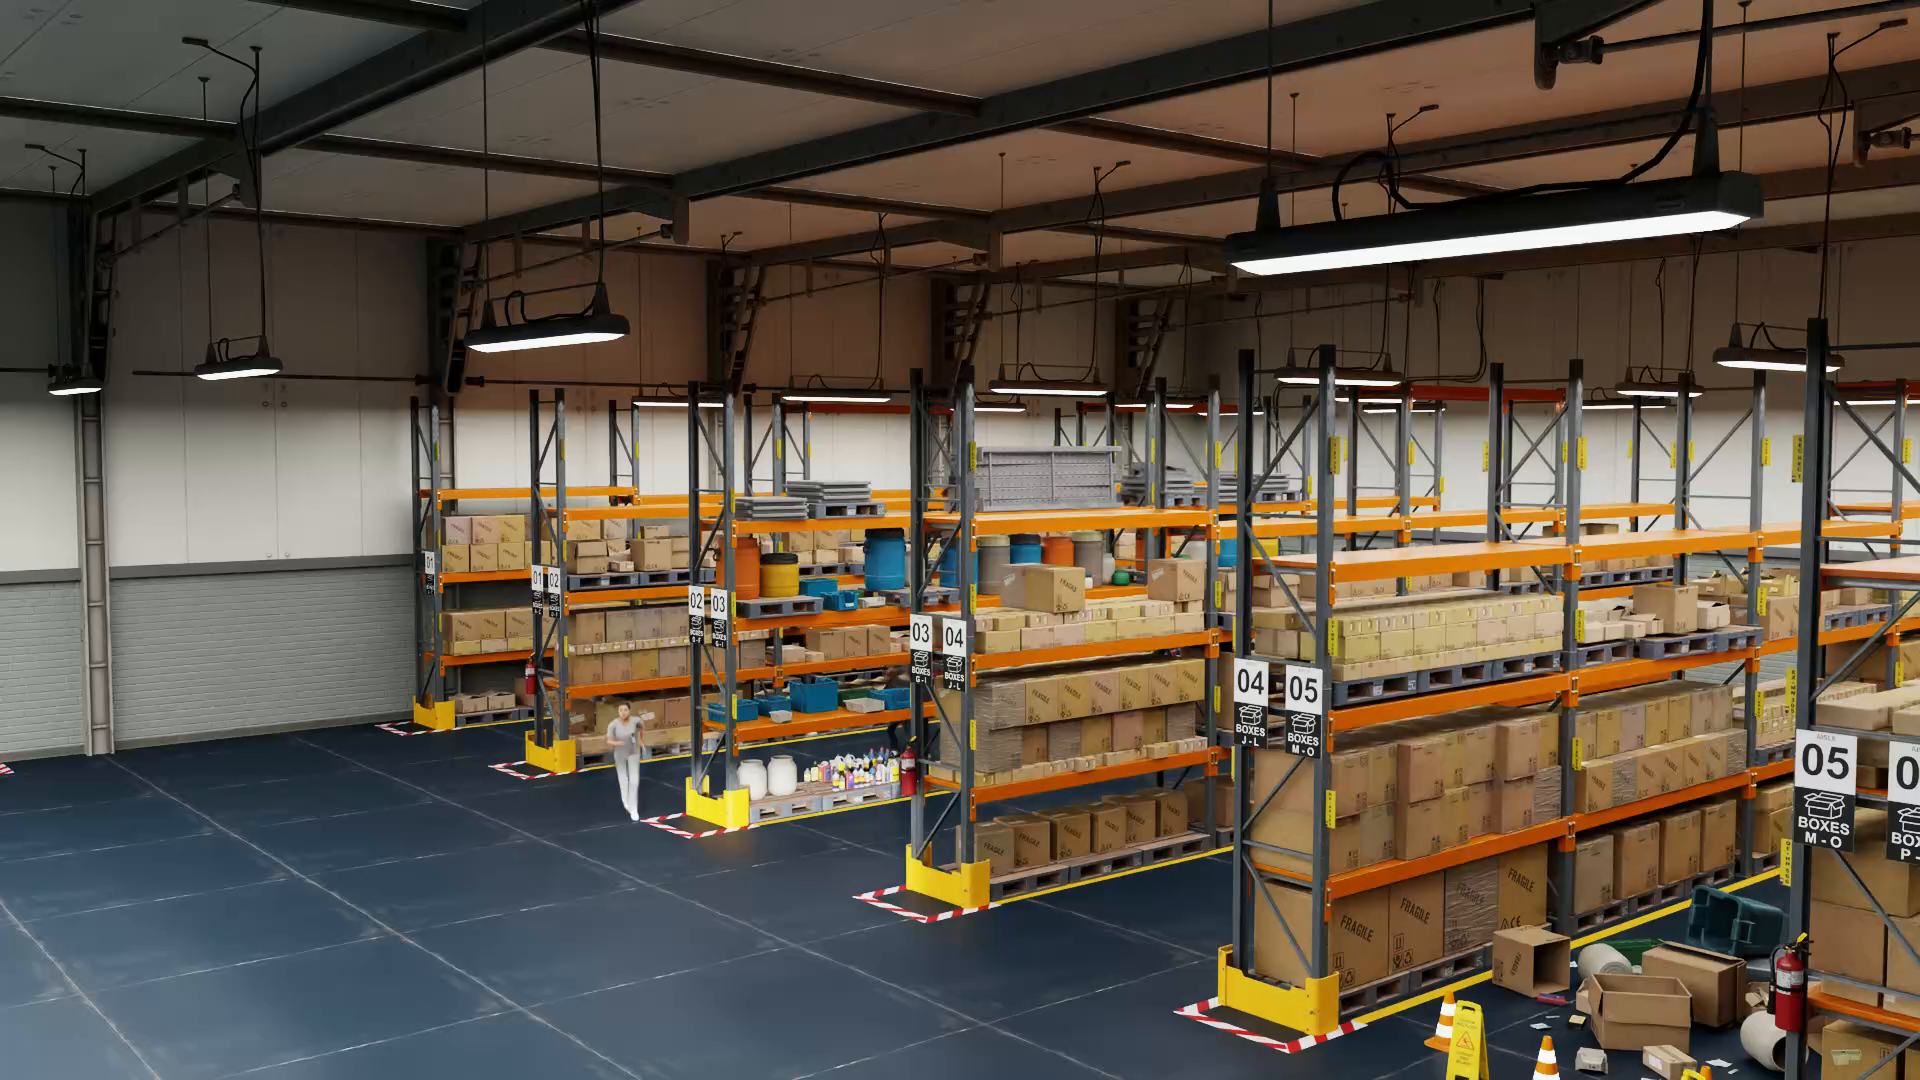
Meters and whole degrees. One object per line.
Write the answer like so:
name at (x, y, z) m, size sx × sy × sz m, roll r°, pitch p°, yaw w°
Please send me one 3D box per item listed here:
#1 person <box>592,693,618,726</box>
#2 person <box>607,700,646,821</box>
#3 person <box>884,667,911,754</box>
person at (-6.344, 2.650, 29.740) m, size 0.662 × 1.592 × 0.773 m, roll 0°, pitch 3°, yaw -5°
person at (-4.578, 2.988, 22.840) m, size 0.503 × 1.619 × 0.949 m, roll 0°, pitch 3°, yaw -7°
person at (-0.858, 2.813, 26.851) m, size 0.758 × 1.556 × 0.494 m, roll -1°, pitch 4°, yaw -23°
